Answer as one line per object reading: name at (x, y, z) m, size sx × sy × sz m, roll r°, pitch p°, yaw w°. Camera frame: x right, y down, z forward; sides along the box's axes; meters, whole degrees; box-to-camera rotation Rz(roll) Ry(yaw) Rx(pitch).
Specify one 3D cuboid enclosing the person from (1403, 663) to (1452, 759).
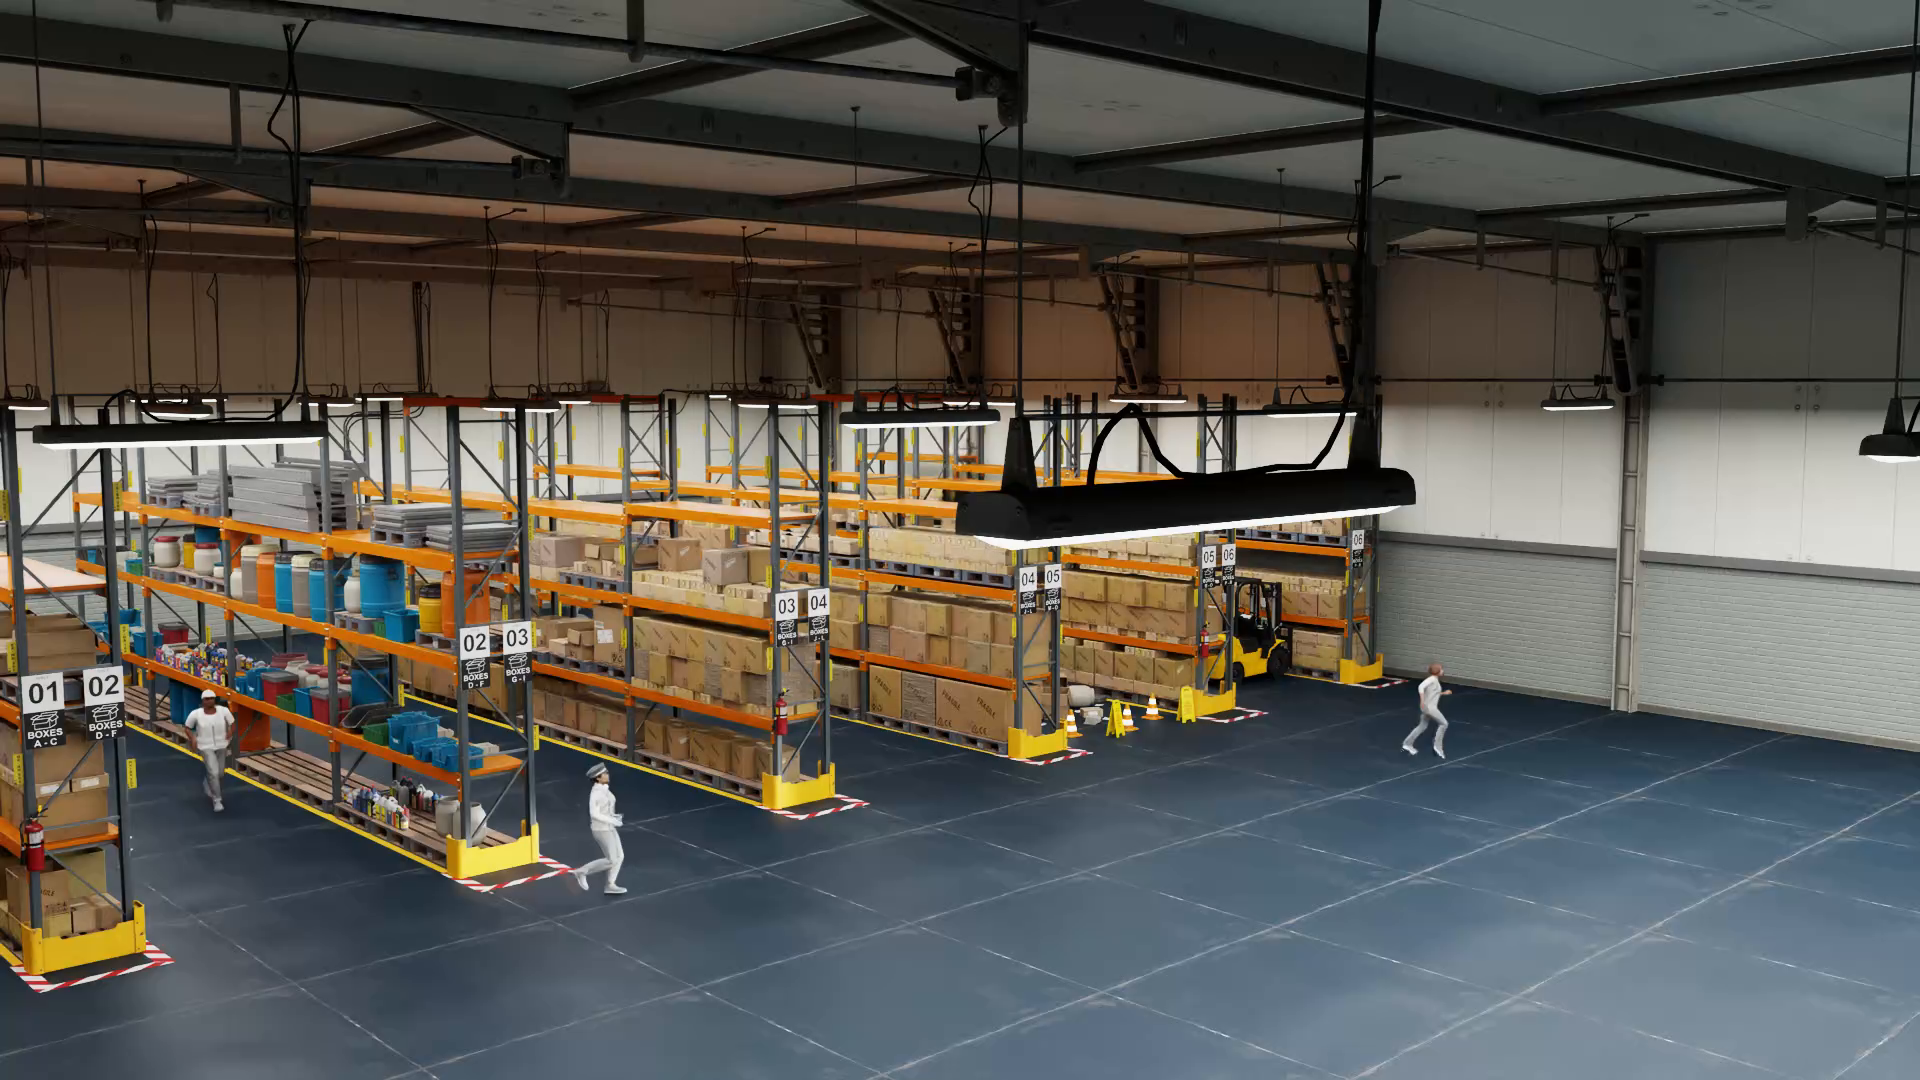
person at (7.822, 2.854, 27.815) m, size 0.790 × 1.615 × 0.555 m, roll 1°, pitch 6°, yaw 11°

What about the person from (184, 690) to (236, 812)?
person at (-11.074, 3.082, 24.644) m, size 0.689 × 1.767 × 0.852 m, roll -4°, pitch 7°, yaw -38°

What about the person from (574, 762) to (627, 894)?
person at (-4.418, 3.536, 20.398) m, size 0.627 × 1.649 × 0.598 m, roll -1°, pitch 6°, yaw -7°

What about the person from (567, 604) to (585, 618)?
person at (-9.569, 1.528, 41.453) m, size 0.607 × 1.655 × 0.769 m, roll 3°, pitch 6°, yaw 31°
